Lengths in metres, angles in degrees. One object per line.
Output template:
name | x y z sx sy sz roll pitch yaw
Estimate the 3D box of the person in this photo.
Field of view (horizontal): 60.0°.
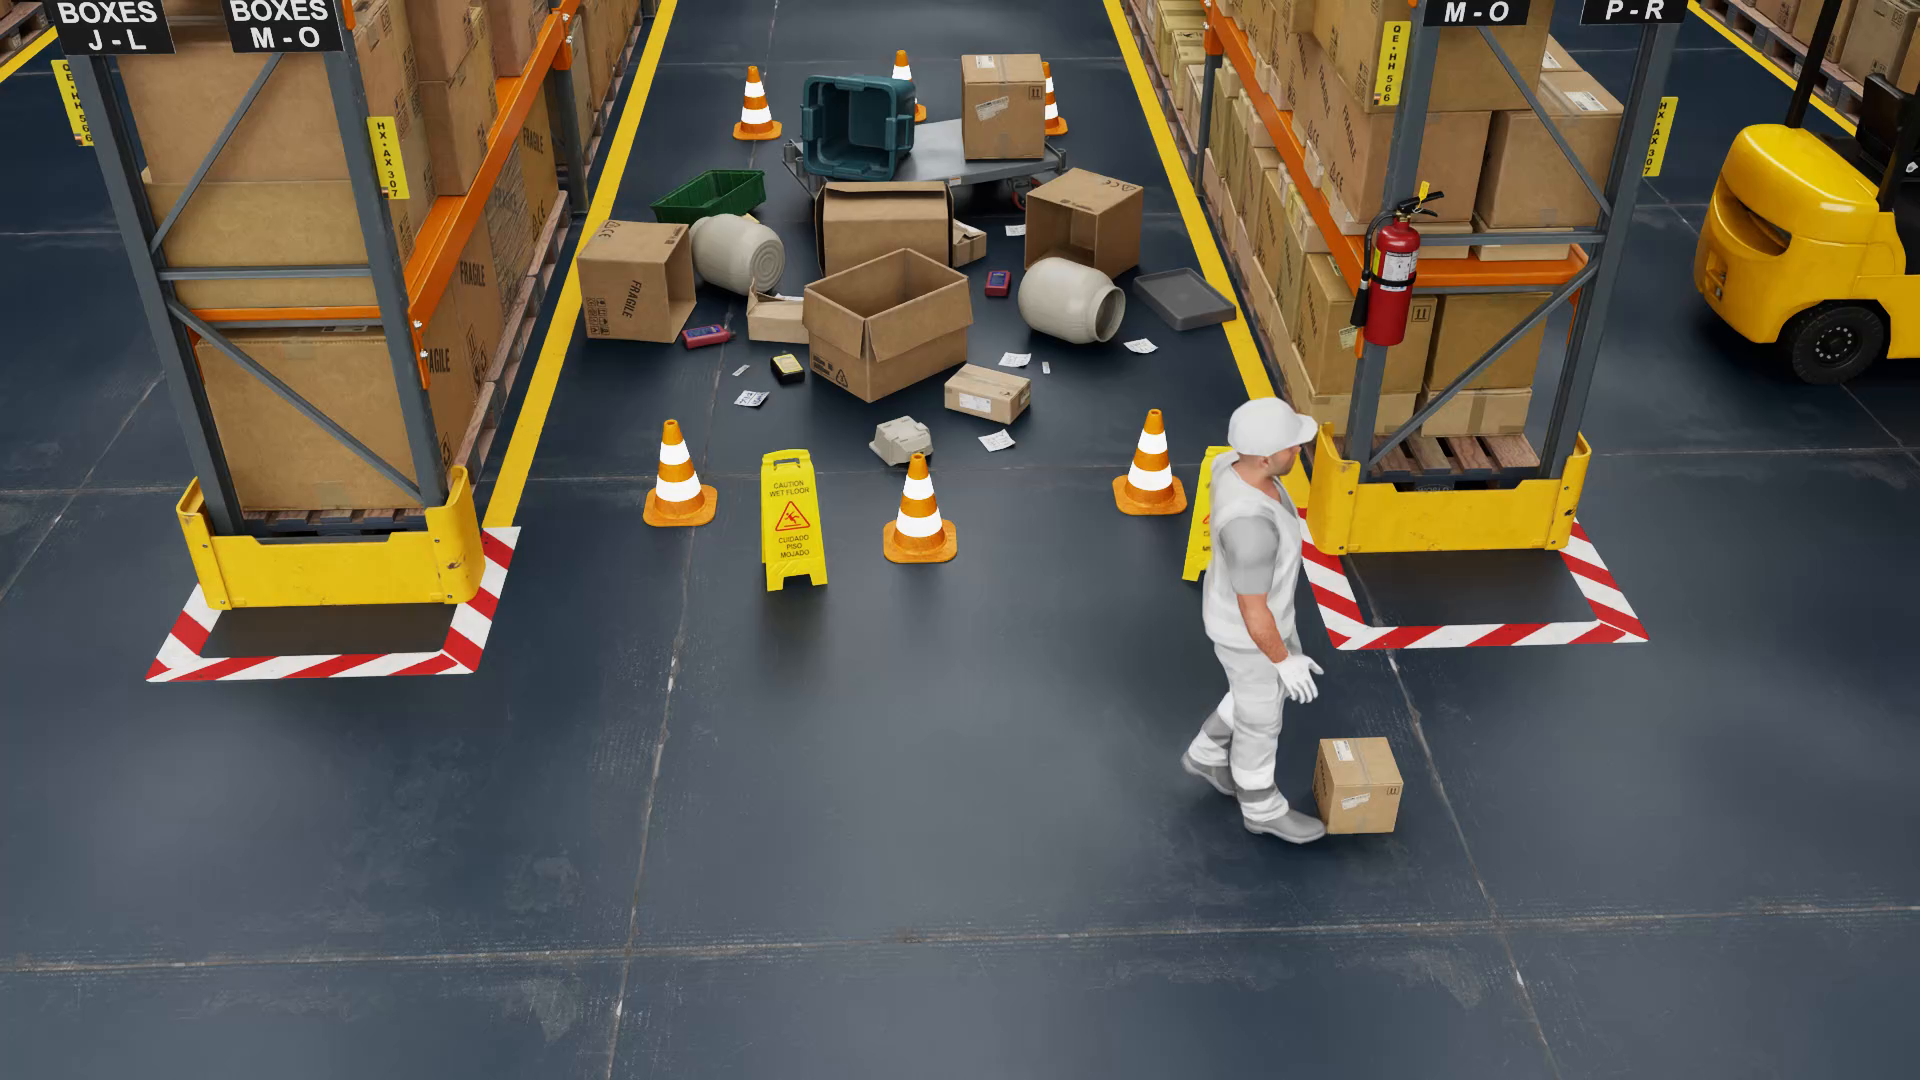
person | 1.081 0.291 5.691 0.540 1.795 0.604 4 35 5
